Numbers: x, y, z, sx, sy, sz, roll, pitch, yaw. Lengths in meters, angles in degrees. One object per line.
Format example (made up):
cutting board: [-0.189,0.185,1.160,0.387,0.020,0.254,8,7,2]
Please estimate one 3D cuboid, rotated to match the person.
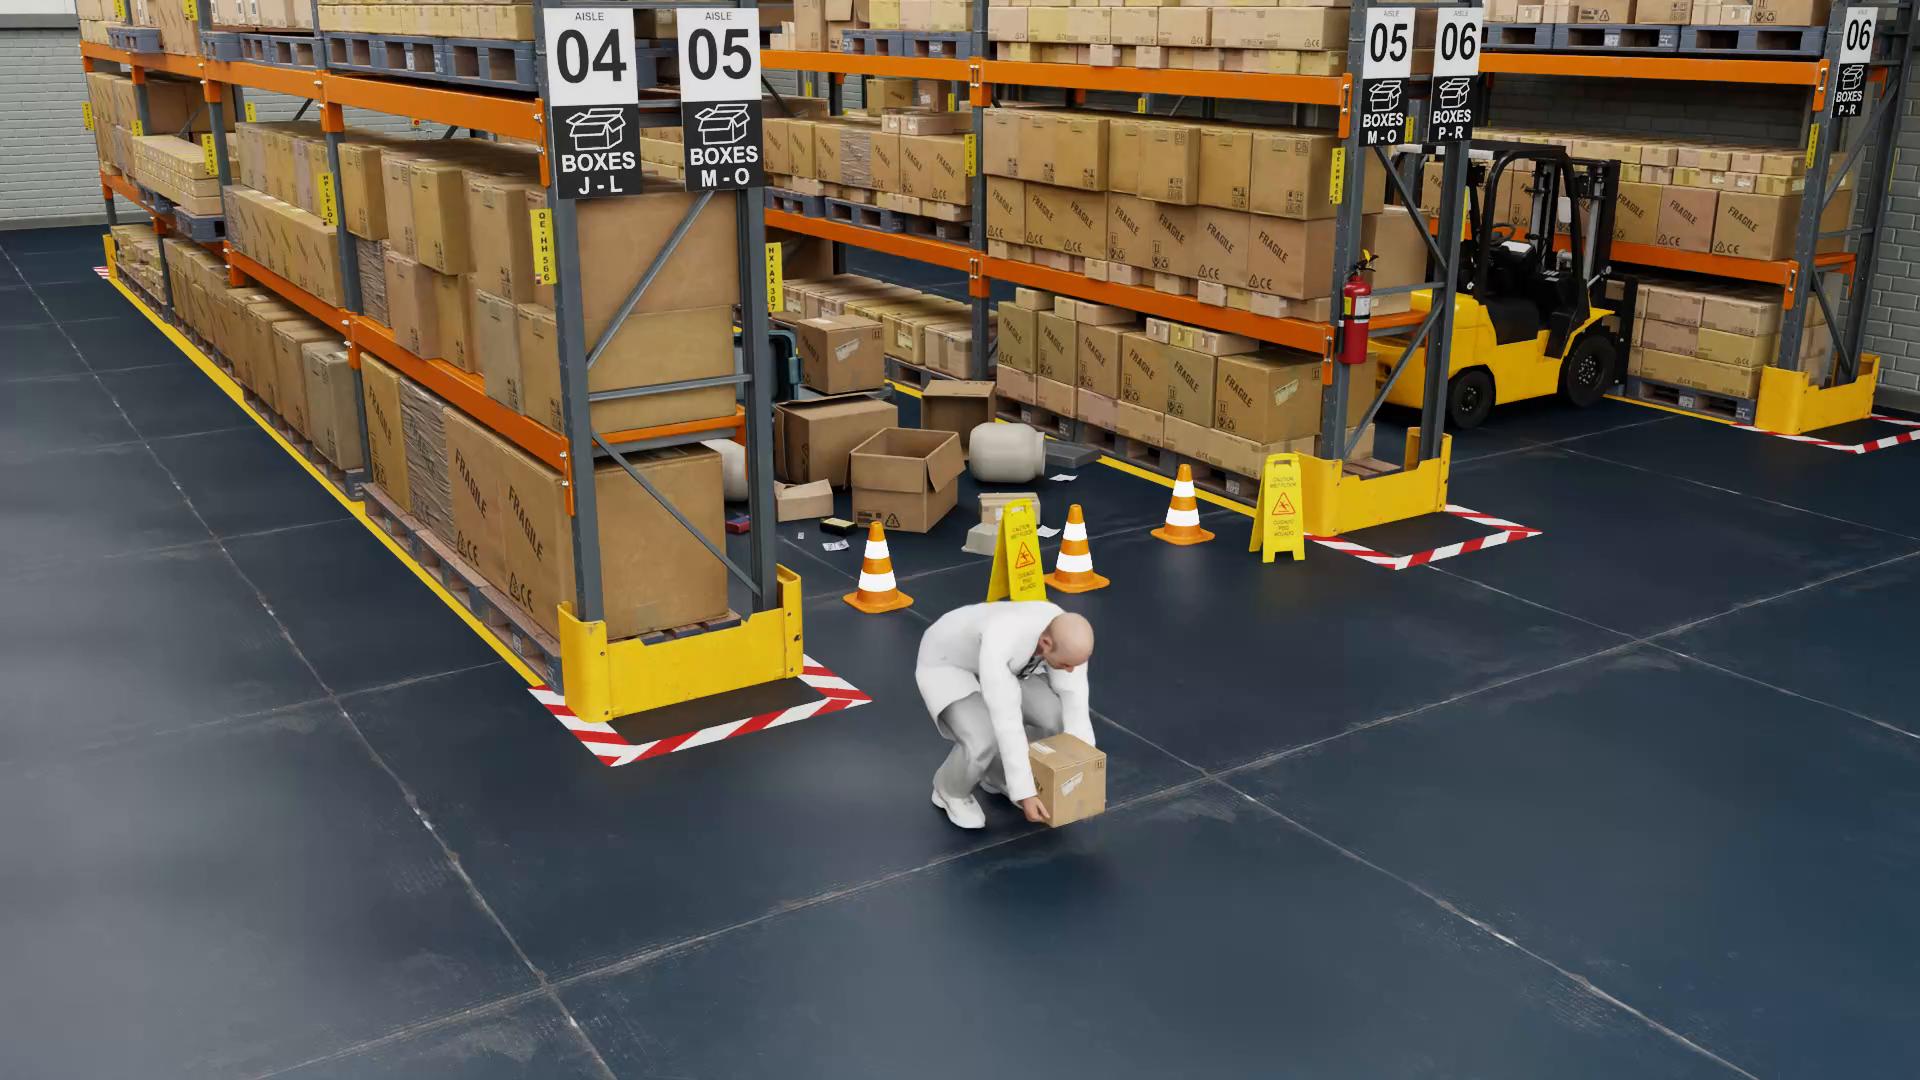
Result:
person: [0.191,0.680,6.724,0.589,1.008,0.927,-12,21,-33]
